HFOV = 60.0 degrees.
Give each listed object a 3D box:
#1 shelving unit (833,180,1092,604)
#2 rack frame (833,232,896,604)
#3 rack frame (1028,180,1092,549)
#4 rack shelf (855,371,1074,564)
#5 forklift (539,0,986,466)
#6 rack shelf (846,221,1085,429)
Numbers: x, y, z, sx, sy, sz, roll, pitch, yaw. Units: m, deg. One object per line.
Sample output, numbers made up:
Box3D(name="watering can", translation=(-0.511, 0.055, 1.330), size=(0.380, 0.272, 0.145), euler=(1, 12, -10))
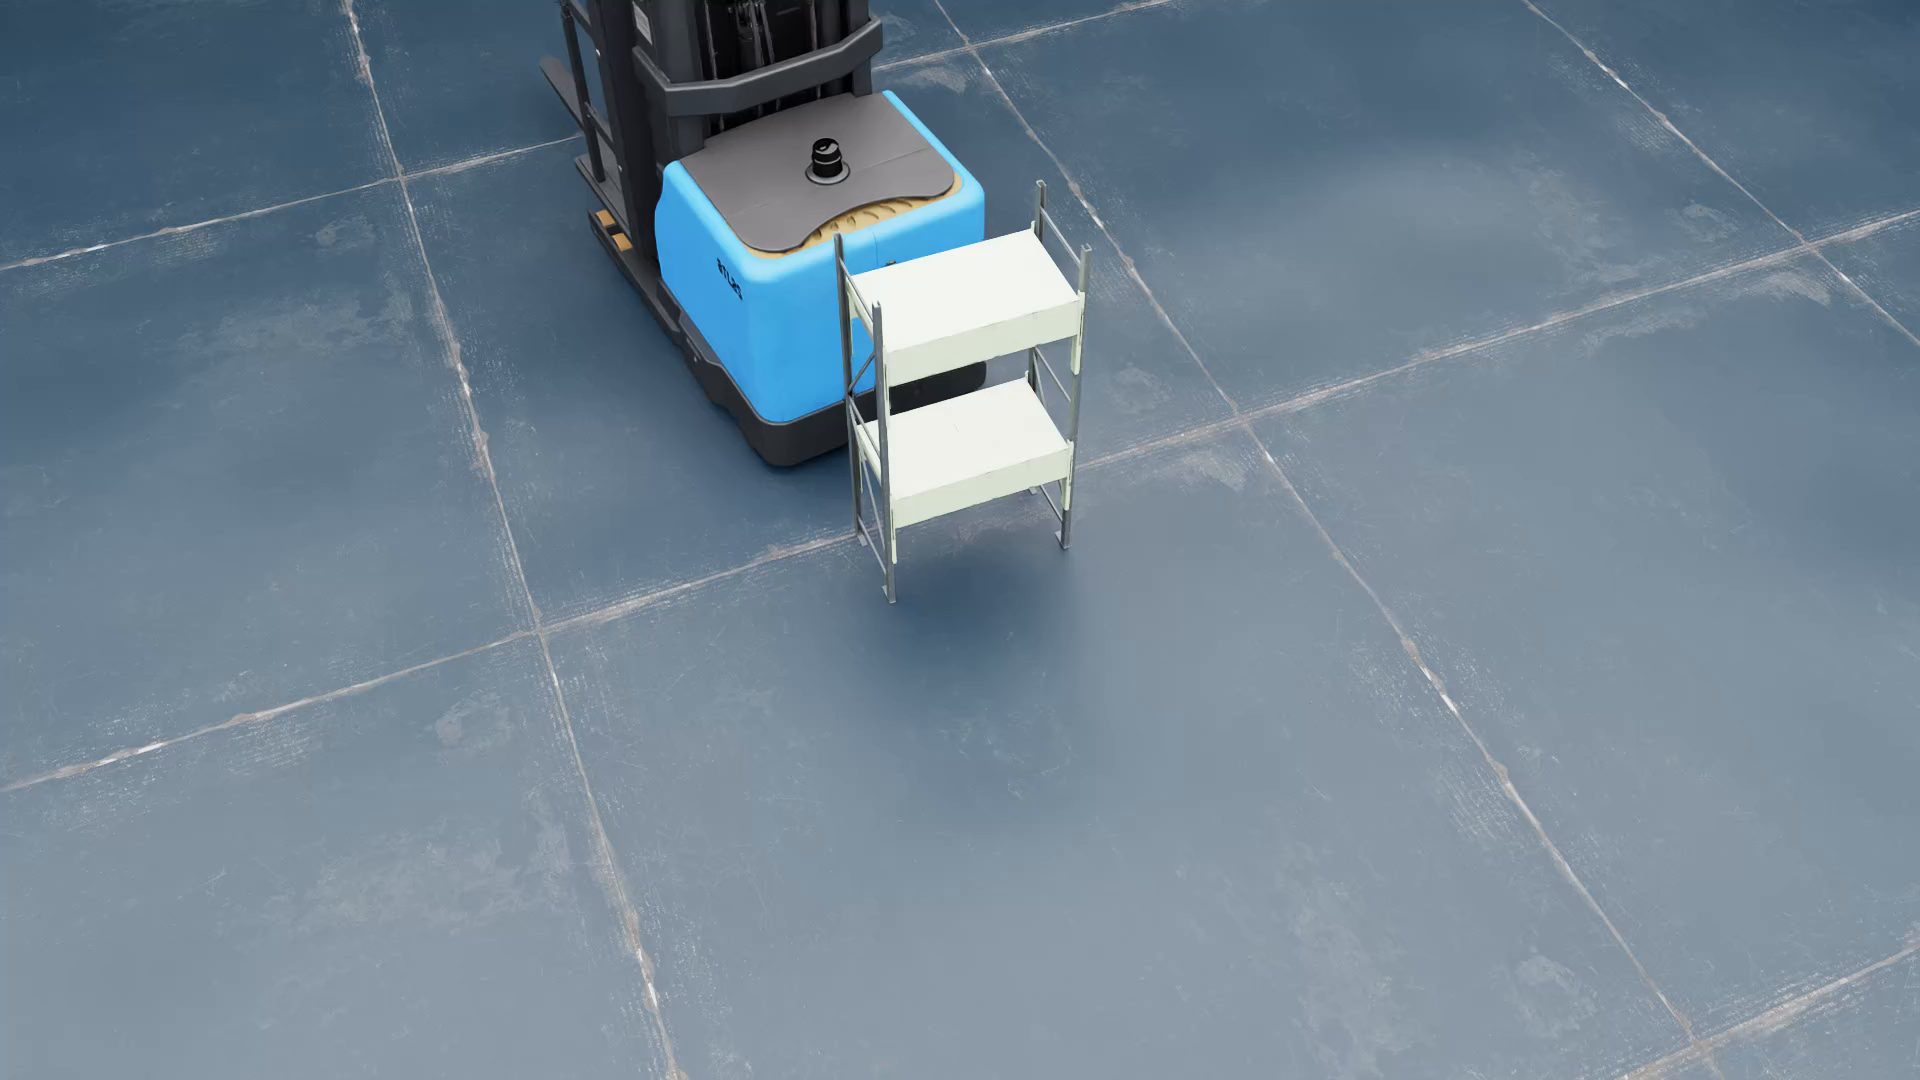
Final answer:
Box3D(name="shelving unit", translation=(0.006, -0.491, 6.023), size=(0.755, 1.500, 0.431), euler=(-17, 52, -14))
Box3D(name="rack frame", translation=(-0.333, -0.386, 5.933), size=(0.023, 1.500, 0.400), euler=(-17, 52, -14))
Box3D(name="rack frame", translation=(0.345, -0.596, 6.114), size=(0.023, 1.500, 0.400), euler=(-17, 52, -14))
Box3D(name="rack shelf", translation=(0.006, -0.278, 6.271), size=(0.720, 0.370, 0.431), euler=(-17, 52, -14))
Box3D(name="forklift", translation=(-1.067, -2.368, 6.693), size=(1.130, 2.935, 3.031), euler=(-24, 53, -19))
Box3D(name="rack shelf", translation=(0.006, -0.745, 5.727), size=(0.720, 0.370, 0.431), euler=(-17, 52, -14))
